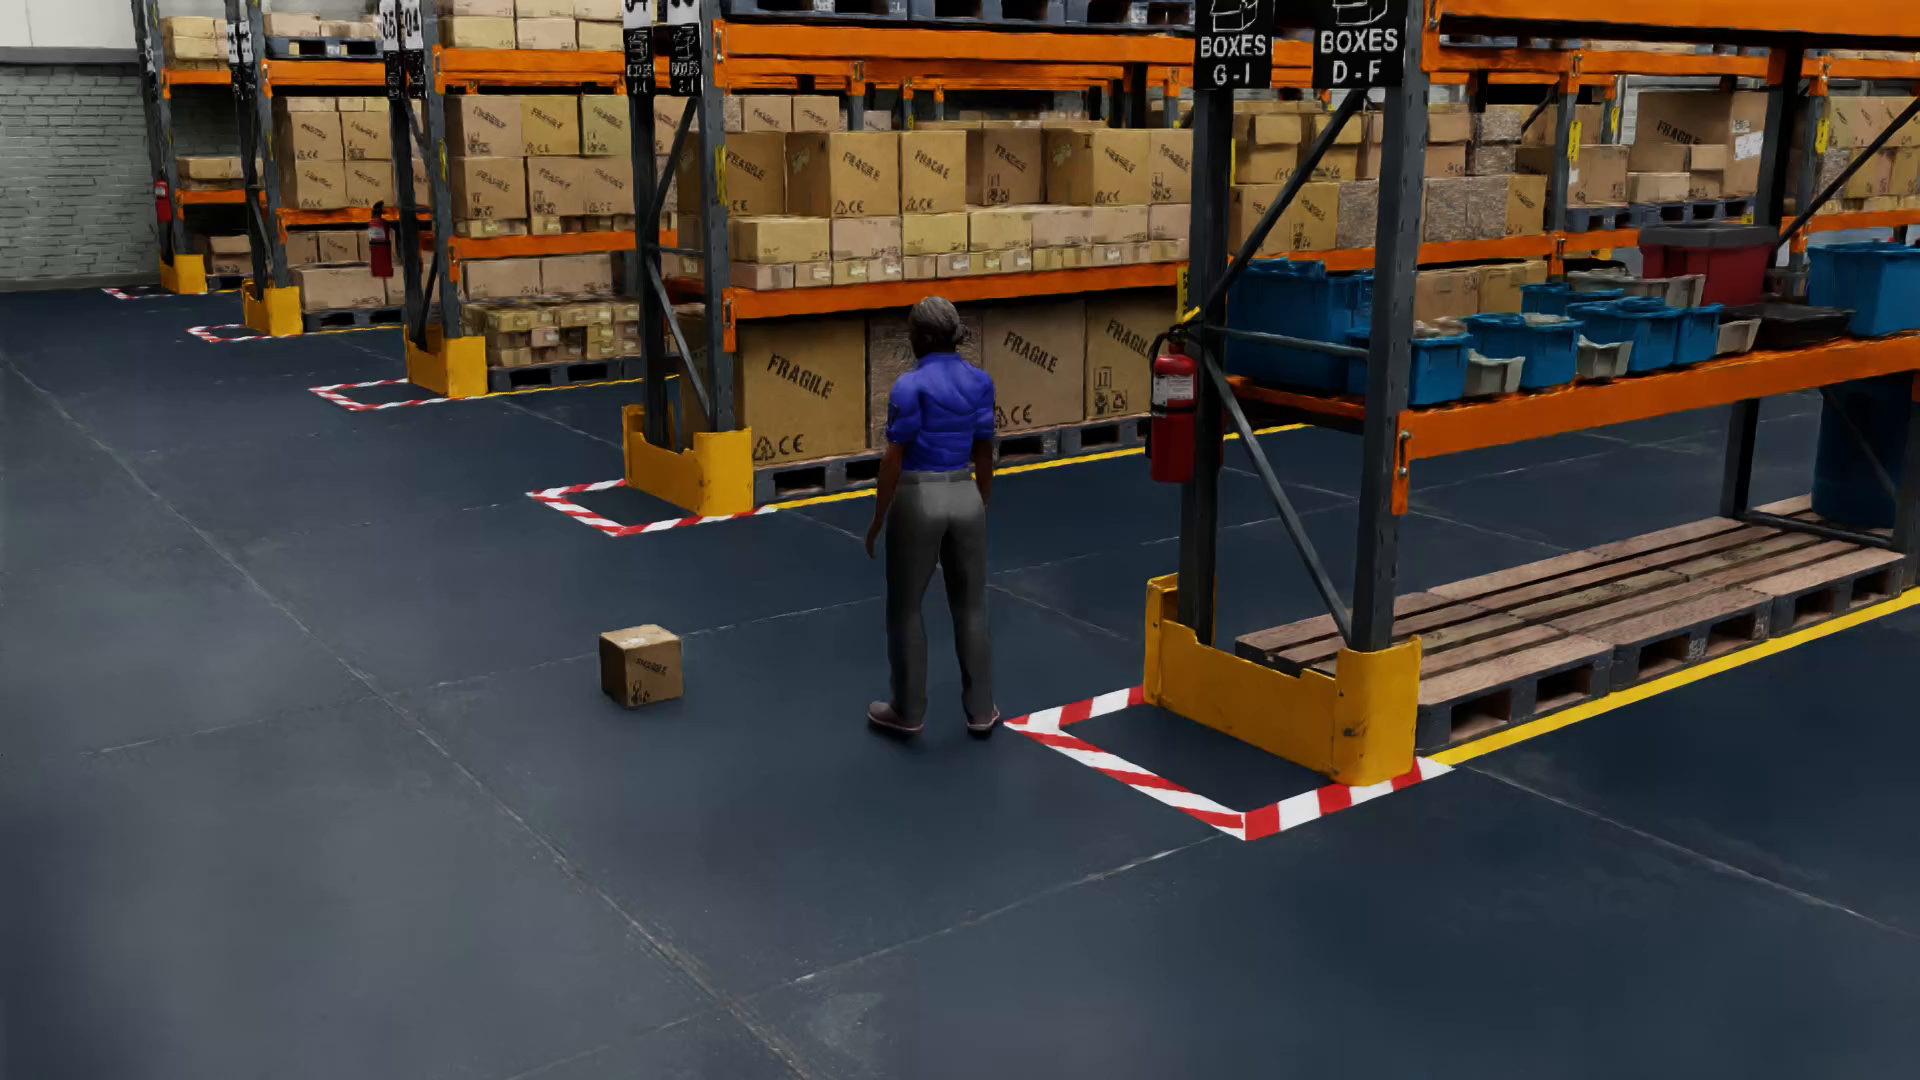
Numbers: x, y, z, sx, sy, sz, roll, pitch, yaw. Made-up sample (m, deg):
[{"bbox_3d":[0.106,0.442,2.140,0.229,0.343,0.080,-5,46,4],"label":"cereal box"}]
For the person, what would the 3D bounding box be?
[{"bbox_3d":[-0.085,-0.087,6.253,0.519,1.663,0.406,-8,17,-29],"label":"person"}]
